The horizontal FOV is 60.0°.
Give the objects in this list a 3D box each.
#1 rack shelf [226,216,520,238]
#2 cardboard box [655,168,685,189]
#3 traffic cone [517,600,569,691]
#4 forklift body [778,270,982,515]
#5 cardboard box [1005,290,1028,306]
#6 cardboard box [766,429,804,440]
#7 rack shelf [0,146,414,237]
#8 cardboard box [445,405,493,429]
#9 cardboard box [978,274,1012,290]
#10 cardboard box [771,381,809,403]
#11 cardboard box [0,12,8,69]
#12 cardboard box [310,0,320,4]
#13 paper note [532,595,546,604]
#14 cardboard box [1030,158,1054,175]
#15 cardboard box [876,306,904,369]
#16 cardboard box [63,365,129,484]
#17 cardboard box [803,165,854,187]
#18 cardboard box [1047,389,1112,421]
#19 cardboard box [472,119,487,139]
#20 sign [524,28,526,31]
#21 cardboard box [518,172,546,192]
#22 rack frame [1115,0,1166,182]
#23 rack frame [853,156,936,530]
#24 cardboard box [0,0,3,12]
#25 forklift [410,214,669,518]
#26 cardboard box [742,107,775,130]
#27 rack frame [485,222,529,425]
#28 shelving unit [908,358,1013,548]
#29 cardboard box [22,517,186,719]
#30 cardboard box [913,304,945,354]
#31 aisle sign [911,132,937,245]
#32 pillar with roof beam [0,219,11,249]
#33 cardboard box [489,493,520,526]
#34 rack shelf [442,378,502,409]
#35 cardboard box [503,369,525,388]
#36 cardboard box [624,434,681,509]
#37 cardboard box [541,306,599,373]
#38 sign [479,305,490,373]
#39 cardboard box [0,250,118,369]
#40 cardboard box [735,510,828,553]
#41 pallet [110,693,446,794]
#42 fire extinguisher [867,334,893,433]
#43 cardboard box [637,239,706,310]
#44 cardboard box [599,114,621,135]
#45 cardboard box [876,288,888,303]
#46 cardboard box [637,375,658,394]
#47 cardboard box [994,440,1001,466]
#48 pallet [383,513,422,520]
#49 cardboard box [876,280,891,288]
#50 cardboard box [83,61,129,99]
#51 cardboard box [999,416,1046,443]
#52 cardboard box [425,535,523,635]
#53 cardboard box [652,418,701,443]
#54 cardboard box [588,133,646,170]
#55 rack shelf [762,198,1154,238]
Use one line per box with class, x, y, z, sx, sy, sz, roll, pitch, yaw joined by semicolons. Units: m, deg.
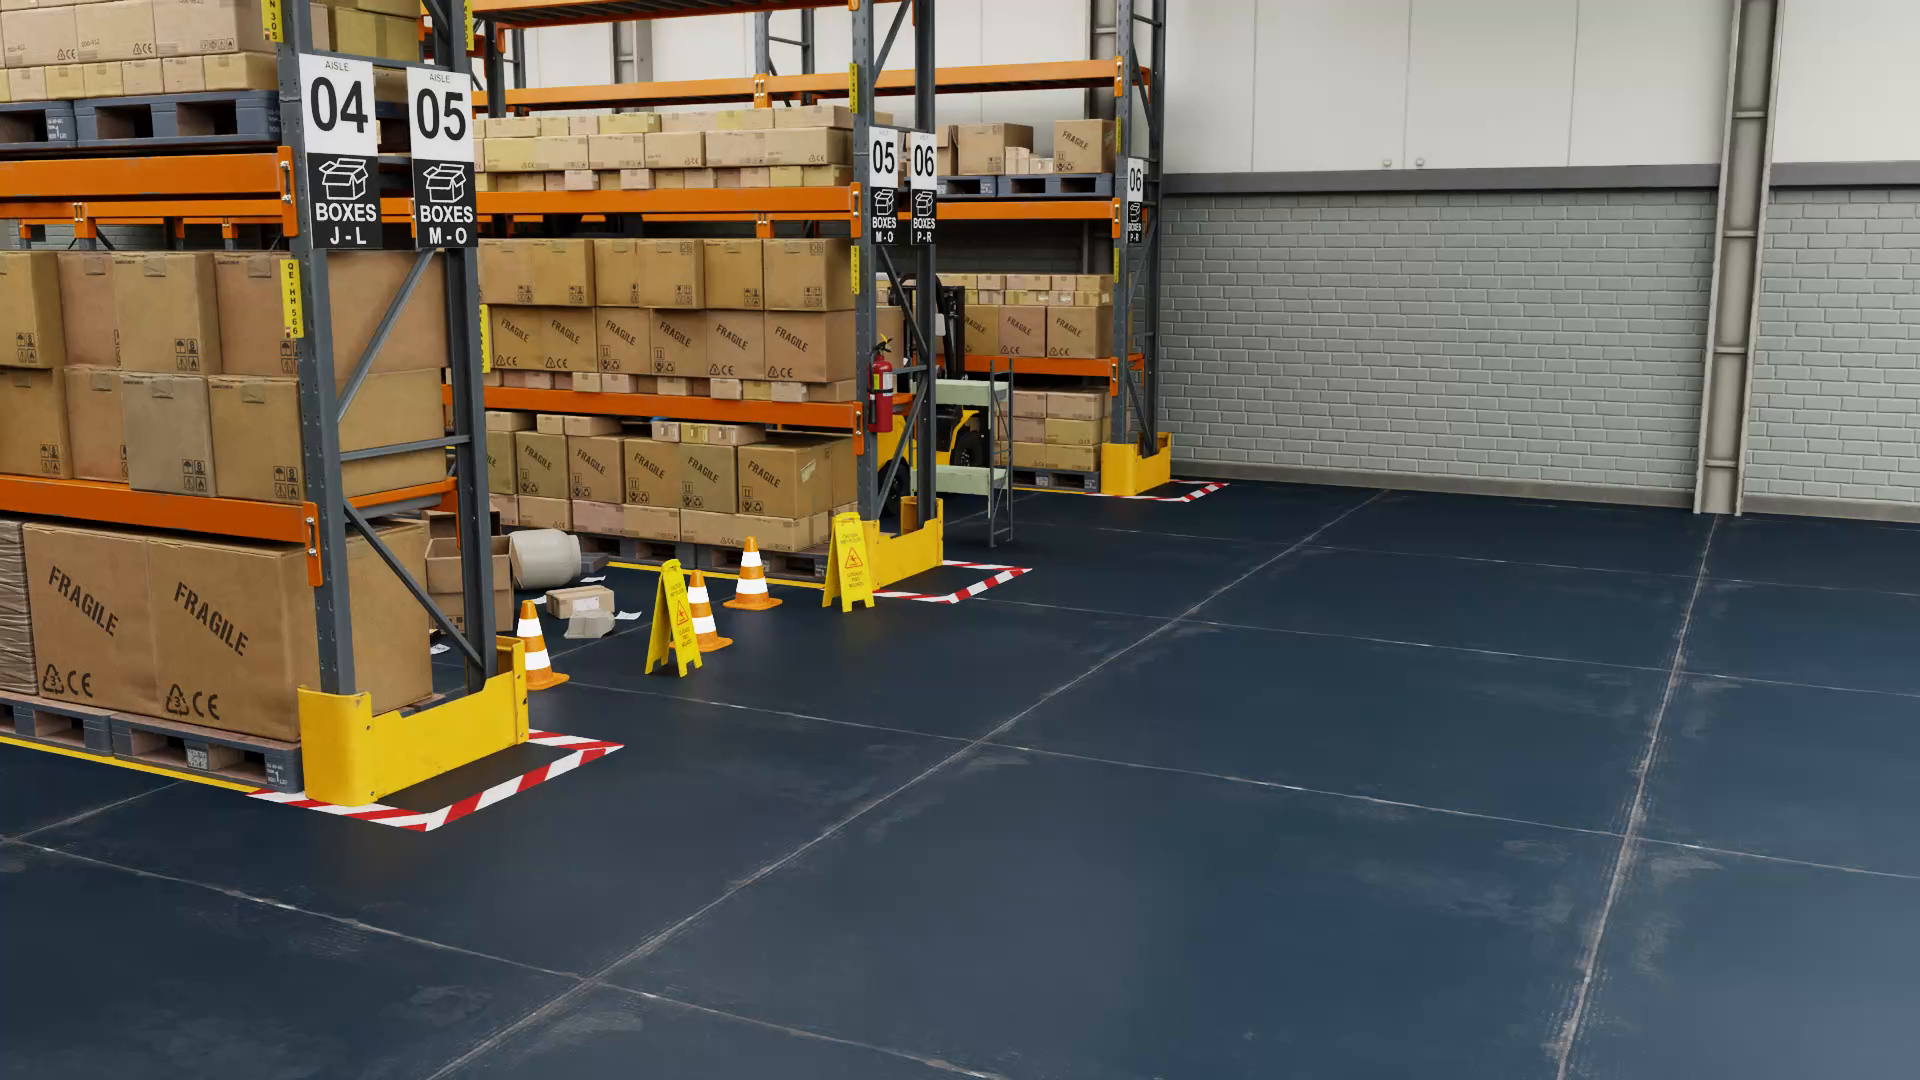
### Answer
rack shelf;-7.228;-3.914;20.531;4.000;0.370;1.077;5;11;26
cardboard box;-2.033;-2.652;12.245;0.250;0.149;0.380;5;11;24
traffic cone;-2.401;0.567;9.297;0.334;0.463;0.336;5;11;26
forklift body;-0.768;-1.444;15.672;1.214;2.155;2.313;5;11;26
cardboard box;0.640;-2.422;16.587;0.250;0.149;0.380;5;11;25
cardboard box;-1.546;-0.584;12.968;0.500;0.500;0.500;5;11;24
rack shelf;-4.346;-1.692;8.254;4.000;0.370;1.077;5;11;26
cardboard box;-5.909;-1.610;20.043;0.500;0.500;0.500;5;12;27
cardboard box;0.371;-2.578;16.617;0.250;0.149;0.380;5;12;27
cardboard box;-1.159;-1.085;12.007;0.250;0.149;0.380;5;11;25
cardboard box;-4.465;-2.330;7.884;0.500;0.250;0.500;5;11;26
cardboard box;-2.935;-2.510;7.761;0.250;0.149;0.380;5;11;26
paper note;-2.877;0.408;11.421;0.148;0.019;0.142;-10;14;-43
cardboard box;0.863;-3.629;16.182;0.250;0.149;0.380;5;11;24
cardboard box;-0.755;-1.488;12.414;0.500;0.500;0.500;5;11;25
cardboard box;-3.855;-0.612;8.270;0.550;0.550;0.875;5;11;26
cardboard box;-0.897;-2.547;11.662;0.250;0.149;0.380;5;11;26
cardboard box;1.189;-1.336;16.424;0.500;0.250;0.500;5;12;28
cardboard box;-3.656;-3.178;12.912;0.250;0.149;0.380;5;12;28
sign;-5.192;-6.213;19.723;0.005;0.325;0.100;5;11;26
cardboard box;-3.181;-2.757;12.825;0.250;0.149;0.380;5;12;28
rack frame;1.740;-4.956;15.846;0.127;3.000;1.000;5;11;26
rack frame;-0.453;-1.211;11.999;0.127;3.000;1.000;5;11;26
cardboard box;-4.373;-2.506;7.736;0.250;0.149;0.380;5;11;26
forklift;-3.490;-1.624;14.474;1.130;2.935;3.031;5;11;26
cardboard box;-1.338;-2.979;11.811;0.250;0.149;0.380;5;11;25
rack frame;-5.434;-2.634;19.864;0.127;3.000;1.000;5;11;26
shelving unit;0.006;-0.737;13.594;0.755;1.500;0.431;5;11;26
cardboard box;-3.980;0.315;8.357;0.875;0.875;0.875;5;11;25
cardboard box;-0.194;-2.171;17.020;0.500;0.500;0.500;5;11;26
aisle sign;-0.260;-2.535;12.014;0.004;0.787;0.394;5;11;26
pillar with roof beam;-16.533;-5.886;20.983;0.400;9.000;9.100;5;11;26
cardboard box;-3.630;-0.290;13.453;0.500;0.250;0.500;4;11;23
rack shelf;-5.834;-1.330;14.675;4.000;0.370;1.077;5;11;26
cardboard box;-3.398;-1.299;13.189;0.250;0.149;0.380;5;11;26
cardboard box;-2.206;-0.537;12.708;0.500;0.500;0.500;5;11;24
cardboard box;-2.864;-1.565;12.839;0.500;0.500;0.500;5;11;25
sign;-2.302;-0.966;7.989;0.005;0.325;0.100;5;11;26
cardboard box;-4.377;-1.168;8.310;0.500;0.550;0.875;5;11;26
cardboard box;-1.318;-0.087;12.331;0.500;0.250;0.500;5;11;26
pallet;-3.304;0.909;8.114;1.213;0.211;1.003;5;11;26
fire extinguisher;-0.554;-1.090;11.549;0.183;0.674;0.296;5;11;26
cardboard box;-1.961;-1.969;12.262;0.500;0.500;0.700;5;11;25
cardboard box;-2.471;-3.085;12.395;0.250;0.149;0.380;5;12;27
cardboard box;-0.776;-2.532;17.196;0.250;0.149;0.380;5;11;25
cardboard box;-2.245;-1.206;12.678;0.250;0.149;0.380;5;11;26
cardboard box;0.292;-0.926;16.964;0.500;0.250;0.500;5;11;26
pallet;-4.739;-0.215;14.326;1.213;0.211;1.003;5;11;26
cardboard box;-0.755;-2.684;17.199;0.250;0.149;0.380;5;11;25
cardboard box;-3.683;-2.053;7.473;0.250;0.149;0.380;5;11;26
cardboard box;0.720;-1.133;16.707;0.500;0.250;0.500;5;11;25
cardboard box;-3.148;0.283;10.752;0.637;0.503;0.797;-2;11;-14
cardboard box;-2.105;-0.834;12.529;0.250;0.149;0.380;6;12;28
cardboard box;-2.403;-2.876;12.363;0.500;0.250;0.500;5;11;26
rack shelf;-0.054;-3.284;17.048;4.000;0.370;1.077;5;11;26
